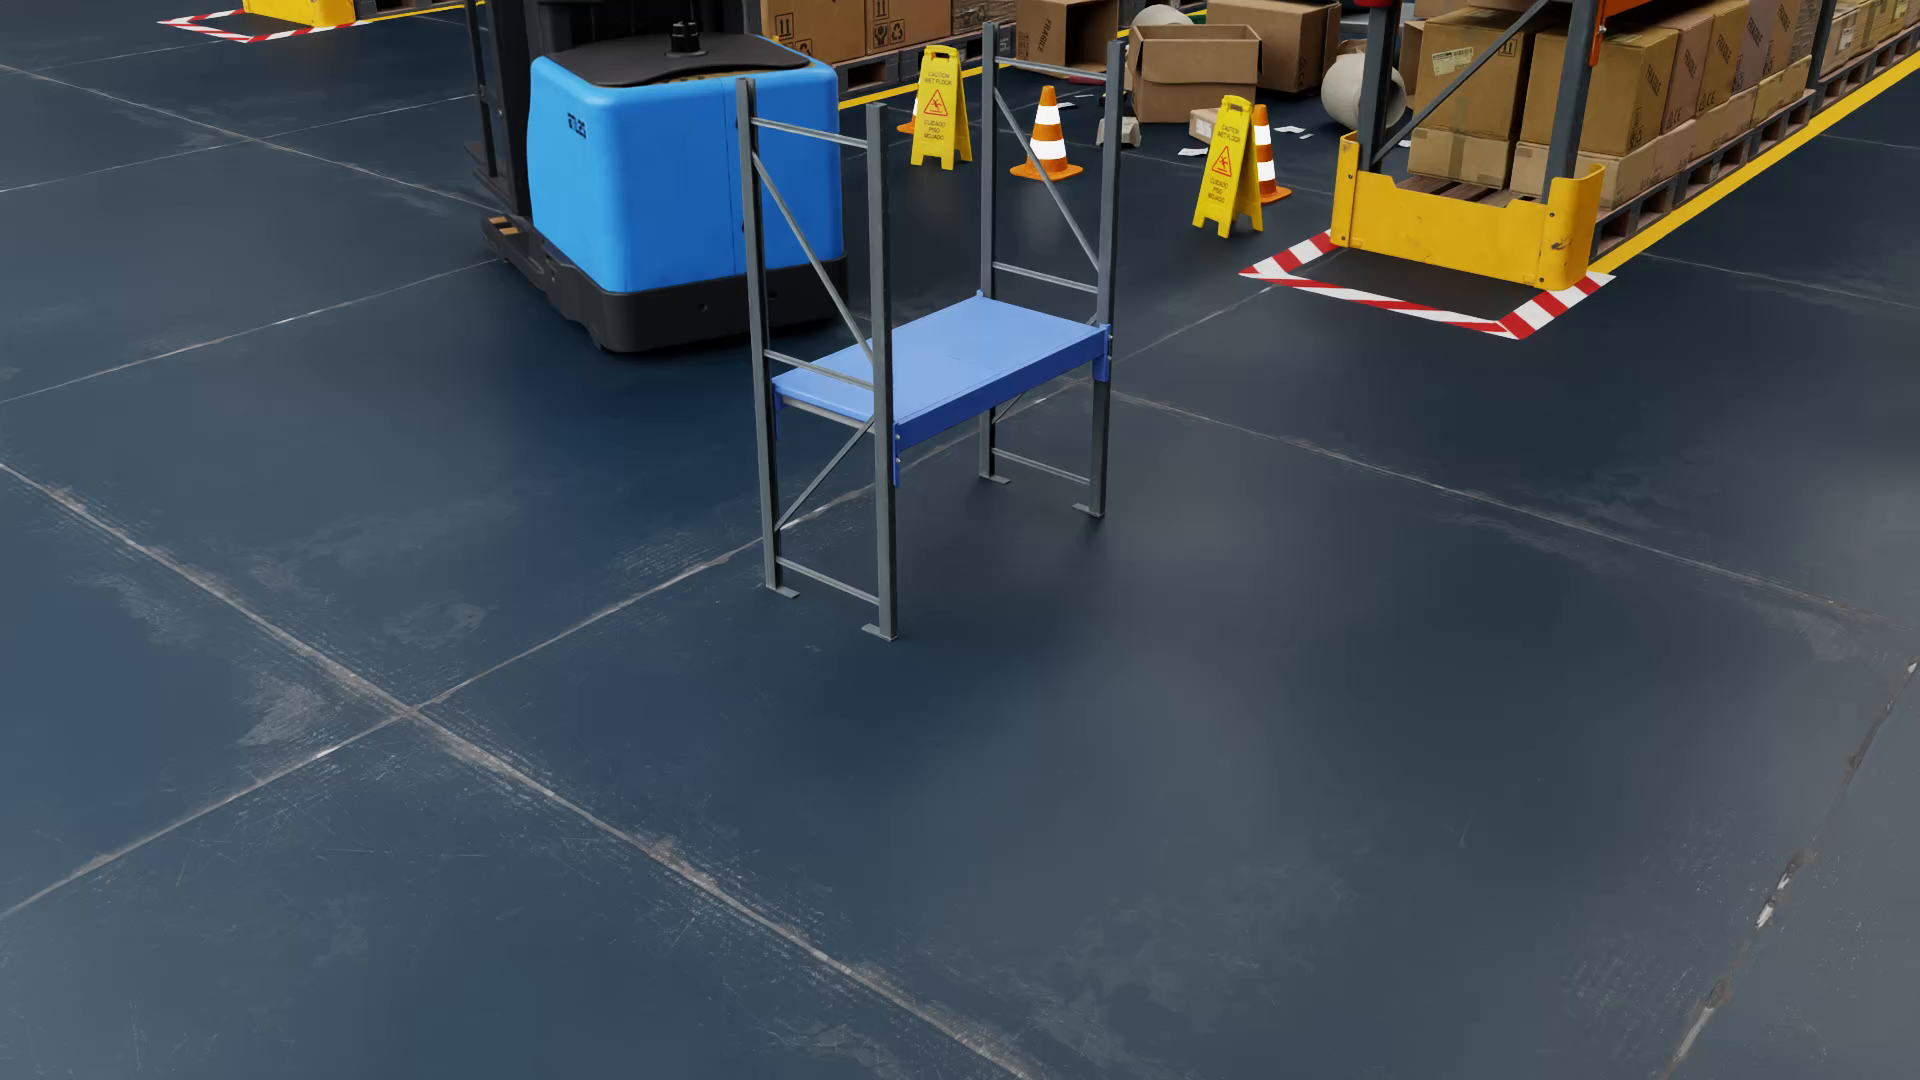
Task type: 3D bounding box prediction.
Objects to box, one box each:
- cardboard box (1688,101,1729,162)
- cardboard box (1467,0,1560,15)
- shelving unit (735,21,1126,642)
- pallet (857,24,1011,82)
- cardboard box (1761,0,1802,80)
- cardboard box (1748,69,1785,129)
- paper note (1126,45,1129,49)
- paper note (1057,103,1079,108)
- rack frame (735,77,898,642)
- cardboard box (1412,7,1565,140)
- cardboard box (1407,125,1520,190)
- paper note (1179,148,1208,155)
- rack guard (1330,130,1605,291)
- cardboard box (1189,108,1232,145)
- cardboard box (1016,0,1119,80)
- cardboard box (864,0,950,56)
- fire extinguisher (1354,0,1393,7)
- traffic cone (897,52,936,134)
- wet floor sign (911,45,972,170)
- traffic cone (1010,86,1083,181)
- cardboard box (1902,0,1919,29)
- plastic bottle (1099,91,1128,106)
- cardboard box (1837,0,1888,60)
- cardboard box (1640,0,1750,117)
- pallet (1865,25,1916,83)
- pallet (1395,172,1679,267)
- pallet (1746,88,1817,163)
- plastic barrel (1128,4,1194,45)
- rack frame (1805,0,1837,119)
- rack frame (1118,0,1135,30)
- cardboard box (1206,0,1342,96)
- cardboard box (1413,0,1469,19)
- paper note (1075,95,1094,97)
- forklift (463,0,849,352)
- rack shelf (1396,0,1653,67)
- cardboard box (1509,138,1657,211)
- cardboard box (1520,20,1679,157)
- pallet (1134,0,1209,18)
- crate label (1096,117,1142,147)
[{"bbox_3d":[3.666,-2.177,8.730,0.500,0.250,0.500,24,35,38],"label":"cardboard box"},{"bbox_3d":[2.762,-2.728,8.271,0.380,0.149,0.250,22,35,36],"label":"cardboard box"},{"bbox_3d":[-0.054,-0.636,4.847,0.538,1.500,1.048,21,34,34],"label":"shelving unit"},{"bbox_3d":[-0.387,-3.540,11.864,1.003,0.211,1.213,21,34,34],"label":"pallet"},{"bbox_3d":[4.325,-2.879,9.269,0.500,0.500,0.500,21,34,35],"label":"cardboard box"},{"bbox_3d":[4.317,-2.535,9.420,0.500,0.250,0.500,20,33,33],"label":"cardboard box"},{"bbox_3d":[1.204,-3.639,12.250,0.147,0.020,0.142,0,27,0],"label":"paper note"},{"bbox_3d":[0.669,-2.767,10.568,0.142,0.017,0.144,-15,31,-27],"label":"paper note"},{"bbox_3d":[-0.378,-0.456,4.499,0.500,1.500,0.032,21,34,34],"label":"rack frame"},{"bbox_3d":[2.581,-2.290,8.131,0.500,0.500,0.500,21,34,35],"label":"cardboard box"},{"bbox_3d":[2.594,-1.970,8.329,0.500,0.250,0.500,21,34,34],"label":"cardboard box"},{"bbox_3d":[1.337,-2.229,9.526,0.148,0.019,0.142,9,29,17],"label":"paper note"},{"bbox_3d":[2.320,-1.548,7.698,1.175,0.500,0.348,21,34,34],"label":"rack guard"},{"bbox_3d":[1.547,-2.420,9.765,0.250,0.149,0.380,-10,29,-18],"label":"cardboard box"},{"bbox_3d":[0.737,-3.501,11.470,0.500,0.500,0.500,-21,34,-35],"label":"cardboard box"},{"bbox_3d":[-0.673,-3.857,11.297,0.875,0.875,0.875,20,34,34],"label":"cardboard box"},{"bbox_3d":[1.844,-2.691,7.271,0.296,0.674,0.183,21,34,34],"label":"fire extinguisher"},{"bbox_3d":[-0.178,-2.688,9.943,0.336,0.463,0.334,21,34,34],"label":"traffic cone"},{"bbox_3d":[-0.102,-2.407,9.201,0.267,0.644,0.232,15,31,26],"label":"wet floor sign"},{"bbox_3d":[0.477,-2.238,9.072,0.336,0.463,0.334,21,34,34],"label":"traffic cone"},{"bbox_3d":[6.530,-4.025,12.170,0.950,0.372,0.625,20,33,33],"label":"cardboard box"},{"bbox_3d":[0.991,-2.843,10.679,0.133,0.061,0.283,9,29,17],"label":"plastic bottle"},{"bbox_3d":[5.603,-3.511,11.176,0.950,0.372,0.625,23,35,37],"label":"cardboard box"},{"bbox_3d":[3.668,-2.505,8.548,0.500,0.500,0.500,22,34,35],"label":"cardboard box"},{"bbox_3d":[6.086,-3.522,11.828,1.003,0.211,1.213,21,34,34],"label":"pallet"},{"bbox_3d":[2.865,-1.697,8.301,1.003,0.211,1.213,21,34,34],"label":"pallet"},{"bbox_3d":[4.417,-2.562,9.973,1.003,0.211,1.213,21,34,34],"label":"pallet"},{"bbox_3d":[1.395,-3.465,11.488,0.421,0.421,0.512,-5,28,-9],"label":"plastic barrel"},{"bbox_3d":[4.816,-4.049,9.813,1.000,3.000,0.127,21,34,34],"label":"rack frame"},{"bbox_3d":[0.933,-5.460,12.540,1.000,3.000,0.127,21,34,34],"label":"rack frame"},{"bbox_3d":[2.024,-3.279,10.893,0.797,0.637,0.503,21,34,34],"label":"cardboard box"},{"bbox_3d":[3.424,-3.785,11.198,0.500,0.500,0.500,21,34,34],"label":"cardboard box"},{"bbox_3d":[0.809,-2.893,10.832,0.123,0.001,0.032,-10,29,-18],"label":"paper note"},{"bbox_3d":[-1.615,-2.679,7.239,1.130,2.935,3.031,-14,31,-25],"label":"forklift"},{"bbox_3d":[3.544,-3.021,8.607,1.077,0.370,4.000,21,34,34],"label":"rack shelf"},{"bbox_3d":[2.999,-1.802,8.003,0.500,0.250,0.500,20,34,34],"label":"cardboard box"},{"bbox_3d":[3.013,-2.143,7.848,0.500,0.500,0.500,19,33,33],"label":"cardboard box"},{"bbox_3d":[1.365,-4.517,13.752,1.003,0.211,1.213,21,34,34],"label":"pallet"},{"bbox_3d":[0.930,-2.390,9.721,0.250,0.136,0.298,4,28,8],"label":"crate label"}]
